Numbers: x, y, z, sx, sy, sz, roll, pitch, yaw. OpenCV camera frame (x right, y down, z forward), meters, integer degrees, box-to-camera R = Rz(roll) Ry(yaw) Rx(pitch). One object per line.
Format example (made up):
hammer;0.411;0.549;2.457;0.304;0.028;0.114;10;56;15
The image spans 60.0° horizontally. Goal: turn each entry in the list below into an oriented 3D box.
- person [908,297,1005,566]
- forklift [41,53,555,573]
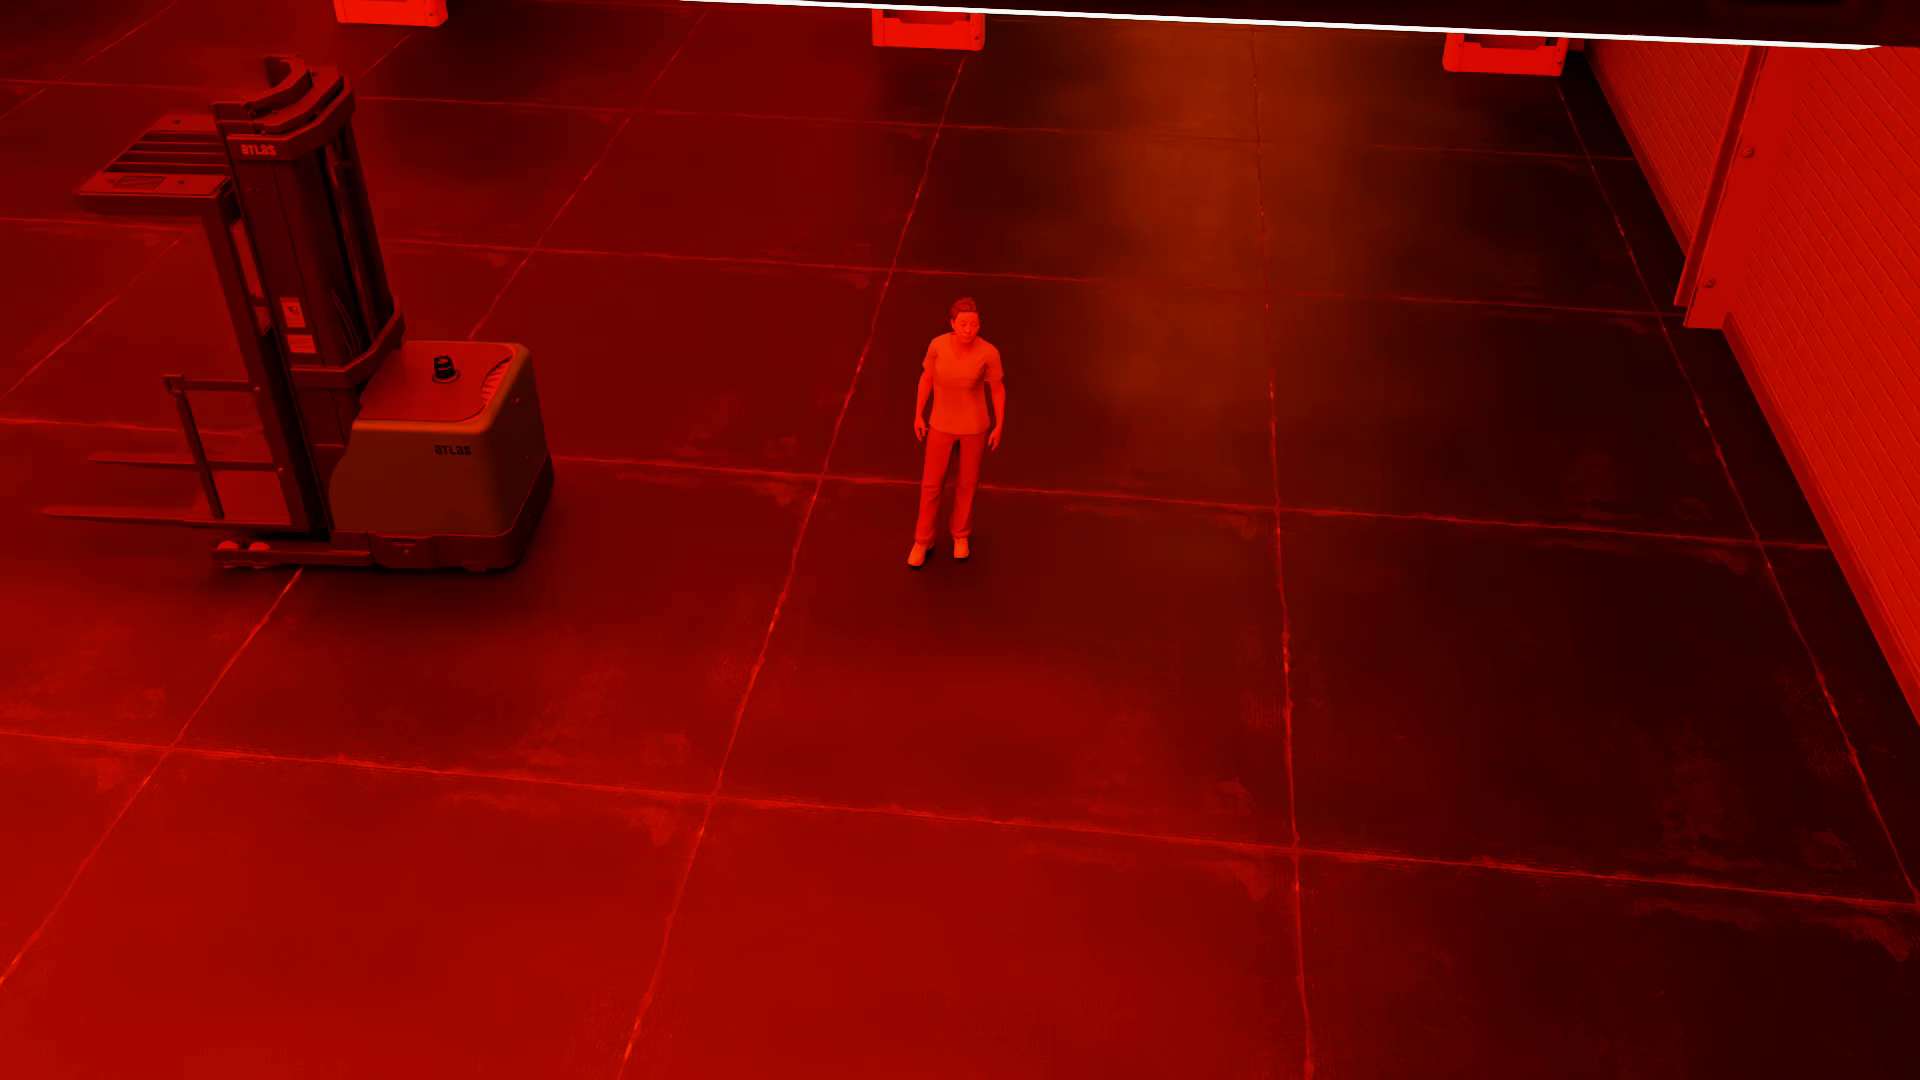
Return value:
person;-0.021;-0.638;9.940;0.553;1.673;0.548;4;37;6
forklift;-4.195;-1.311;9.808;3.031;2.935;1.130;2;36;3
